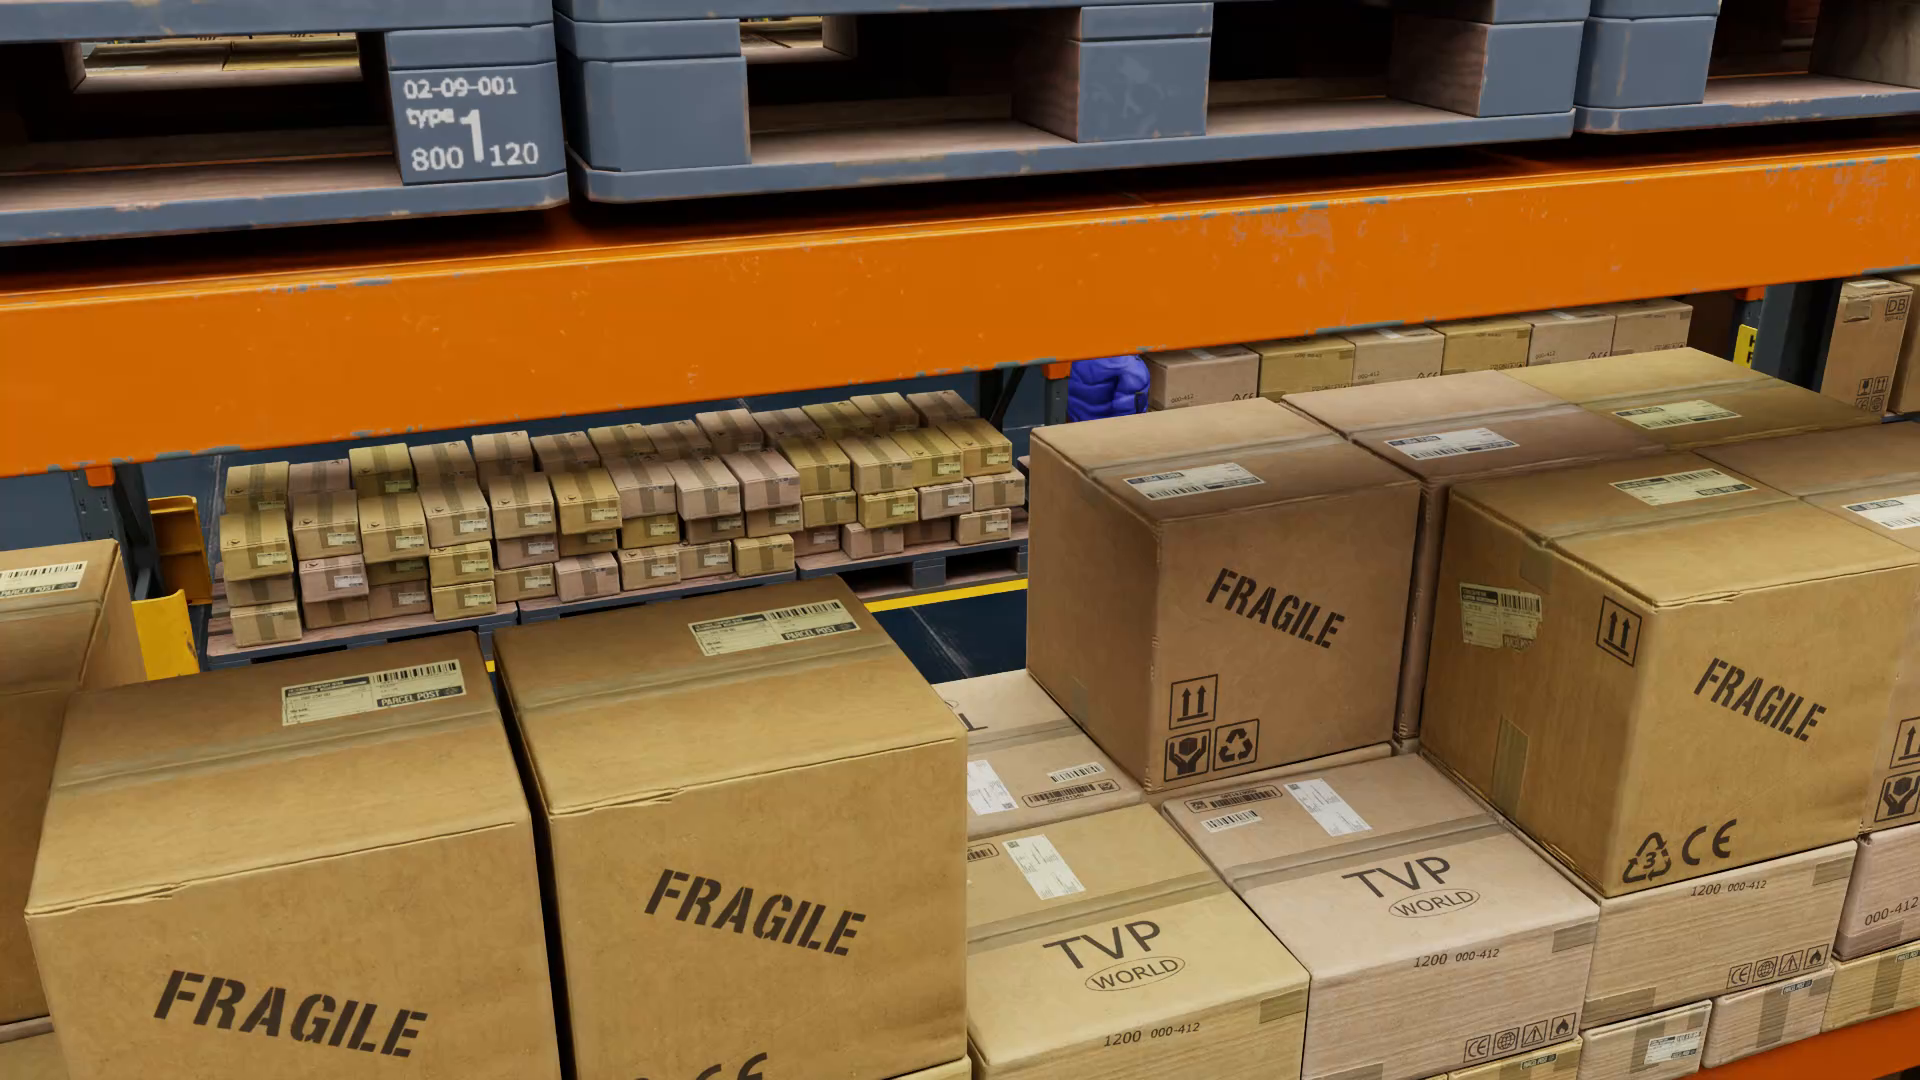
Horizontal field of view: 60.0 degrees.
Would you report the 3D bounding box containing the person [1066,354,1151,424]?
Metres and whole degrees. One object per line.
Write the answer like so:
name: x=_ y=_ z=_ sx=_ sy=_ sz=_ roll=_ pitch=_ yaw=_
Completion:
person: x=0.600 y=-0.213 z=6.627 sx=0.347 sy=1.641 sz=0.533 roll=-11 pitch=25 yaw=-24
